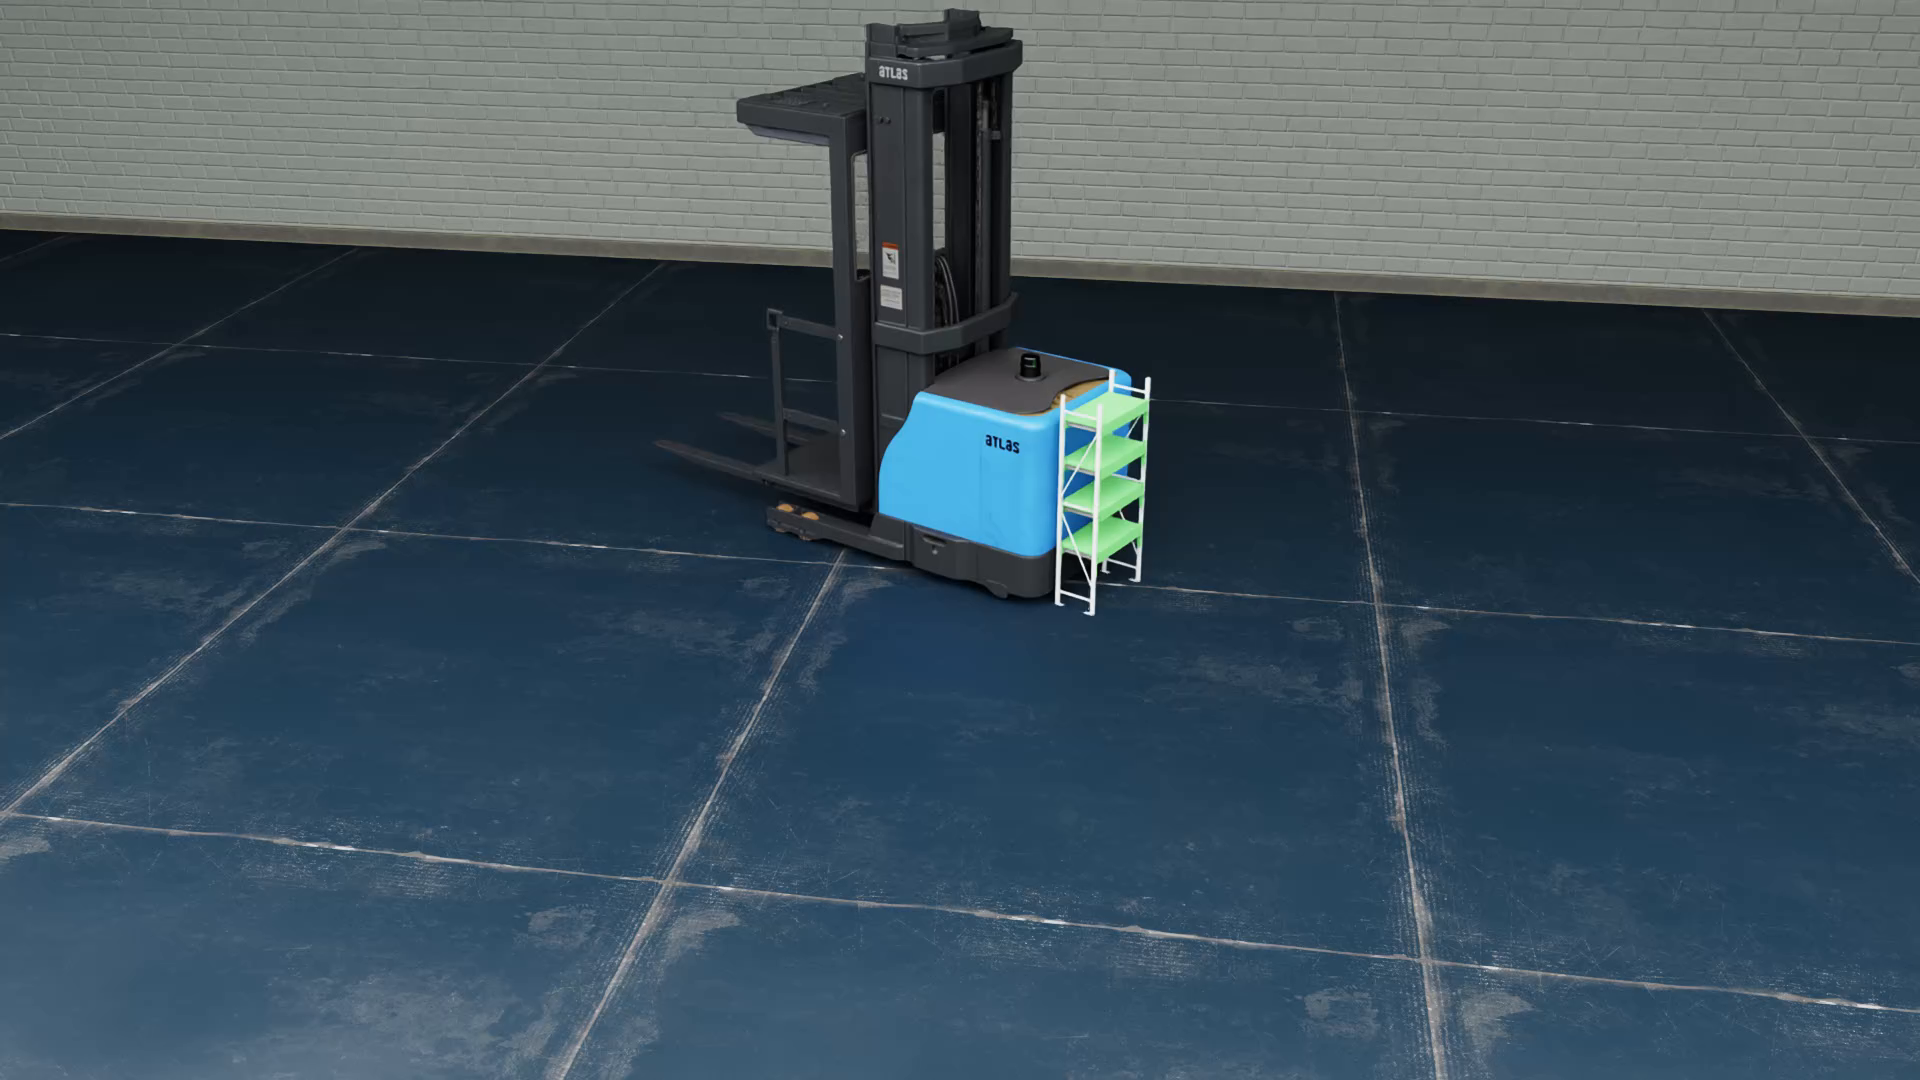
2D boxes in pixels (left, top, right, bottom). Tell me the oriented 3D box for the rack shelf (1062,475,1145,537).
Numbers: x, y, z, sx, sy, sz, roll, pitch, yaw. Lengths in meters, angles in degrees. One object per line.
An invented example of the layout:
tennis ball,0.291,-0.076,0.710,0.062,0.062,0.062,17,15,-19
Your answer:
rack shelf,0.759,-0.195,8.902,0.258,0.148,0.480,17,30,32

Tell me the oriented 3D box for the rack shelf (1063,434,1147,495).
rack shelf,0.759,-0.412,8.800,0.258,0.148,0.480,17,30,32

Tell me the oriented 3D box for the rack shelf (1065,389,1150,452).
rack shelf,0.759,-0.630,8.698,0.258,0.148,0.480,17,30,32

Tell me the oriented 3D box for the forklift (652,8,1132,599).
forklift,-0.527,-1.487,9.469,3.031,2.935,1.130,17,30,32

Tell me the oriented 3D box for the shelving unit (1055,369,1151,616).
shelving unit,0.759,-0.253,8.875,0.258,1.200,0.503,17,30,32

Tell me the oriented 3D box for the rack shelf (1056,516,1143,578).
rack shelf,0.759,0.022,9.004,0.258,0.148,0.480,17,30,32

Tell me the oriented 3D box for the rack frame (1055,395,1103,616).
rack frame,0.618,-0.169,8.695,0.240,1.200,0.015,17,30,32

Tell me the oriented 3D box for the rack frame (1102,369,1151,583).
rack frame,0.900,-0.337,9.055,0.240,1.200,0.015,17,30,32
